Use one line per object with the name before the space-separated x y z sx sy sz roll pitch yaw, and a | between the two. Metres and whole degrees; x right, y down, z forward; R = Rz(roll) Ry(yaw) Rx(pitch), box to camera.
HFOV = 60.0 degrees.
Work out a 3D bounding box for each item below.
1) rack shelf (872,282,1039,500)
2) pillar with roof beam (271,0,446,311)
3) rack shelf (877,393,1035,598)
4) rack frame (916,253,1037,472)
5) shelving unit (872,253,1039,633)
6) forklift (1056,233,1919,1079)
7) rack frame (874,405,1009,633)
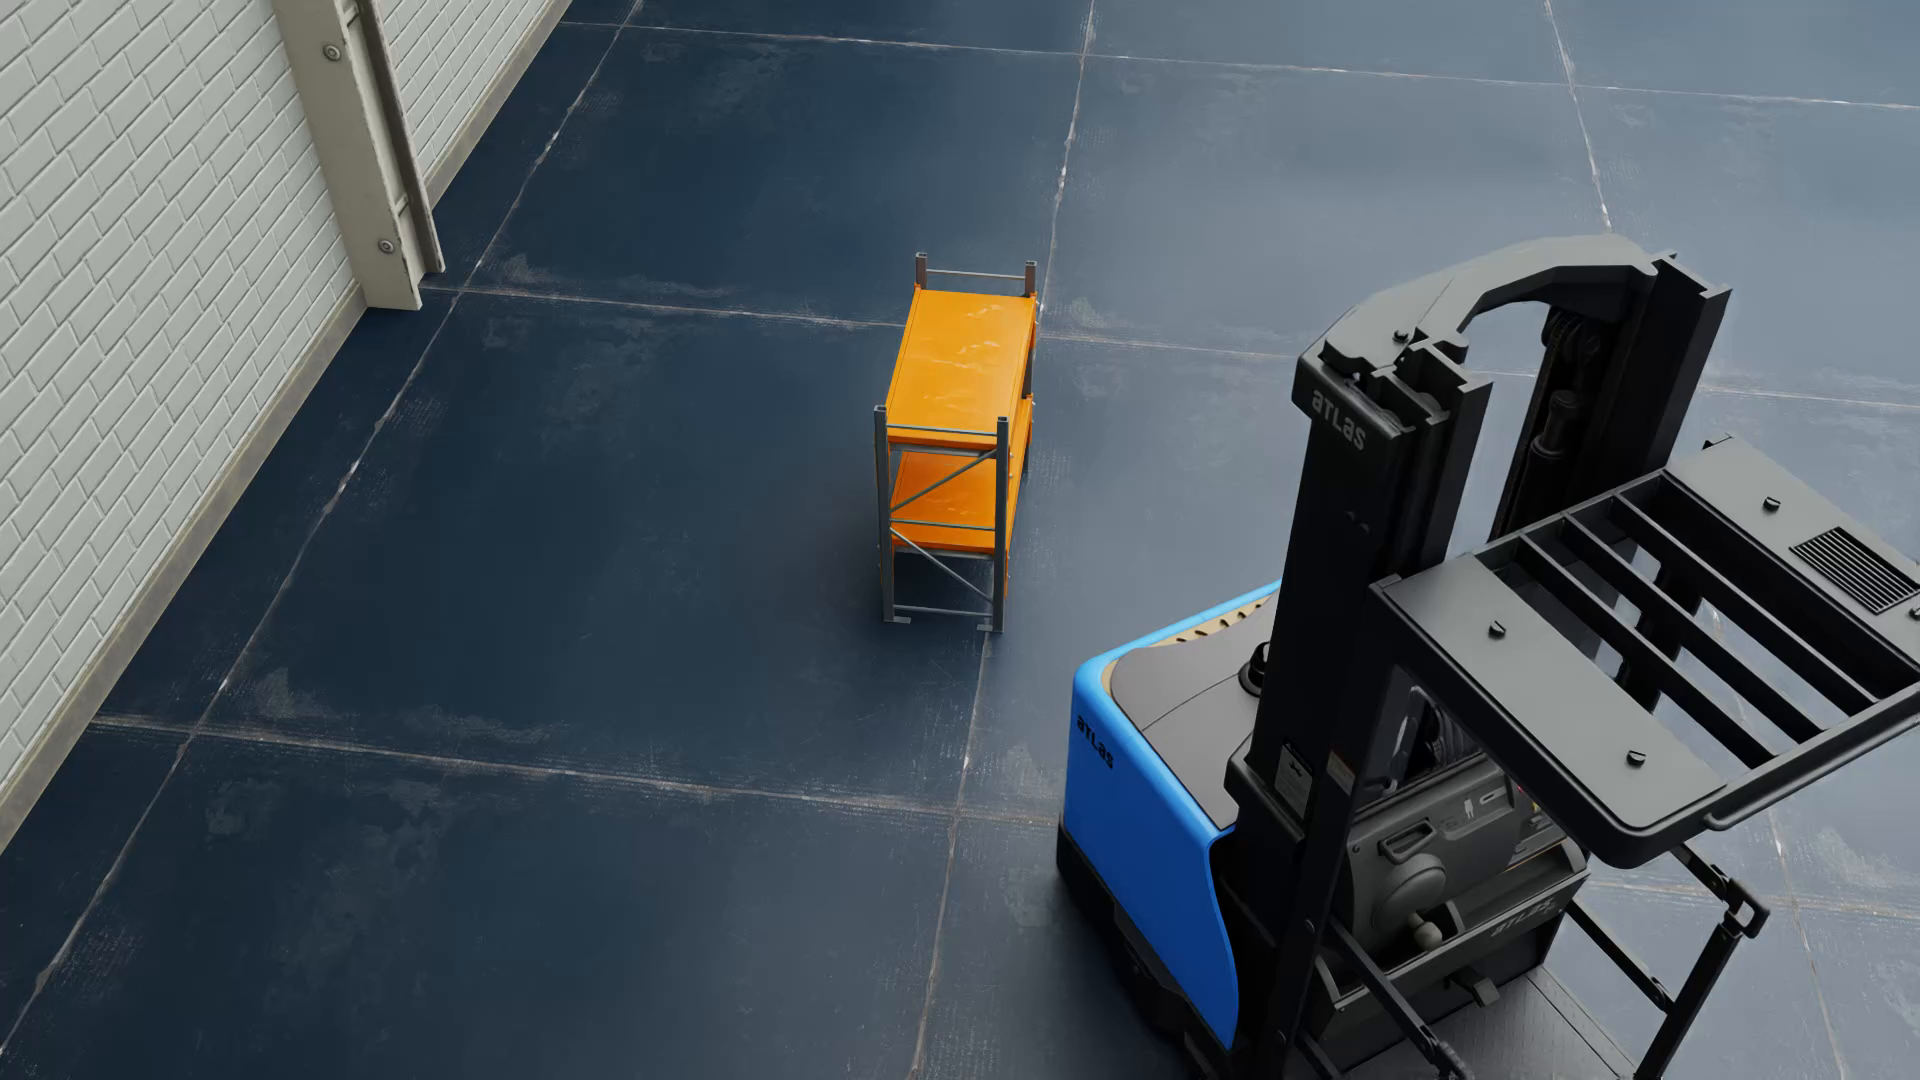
rack shelf | -0.001 -0.616 6.679 0.538 0.278 1.000 5 44 6
pillar with roof beam | 1.369 -4.200 5.163 9.100 9.000 0.400 5 44 6
rack shelf | -0.001 -0.226 7.049 0.538 0.278 1.000 5 44 6
rack frame | 0.066 -0.750 7.246 0.500 1.125 0.032 5 44 6
shelving unit | -0.001 -0.404 6.881 0.538 1.125 1.048 5 44 6
forklift | 1.494 0.847 4.246 1.130 2.935 3.031 -21 47 -20
rack frame | -0.068 -0.057 6.515 0.500 1.125 0.032 5 44 6
